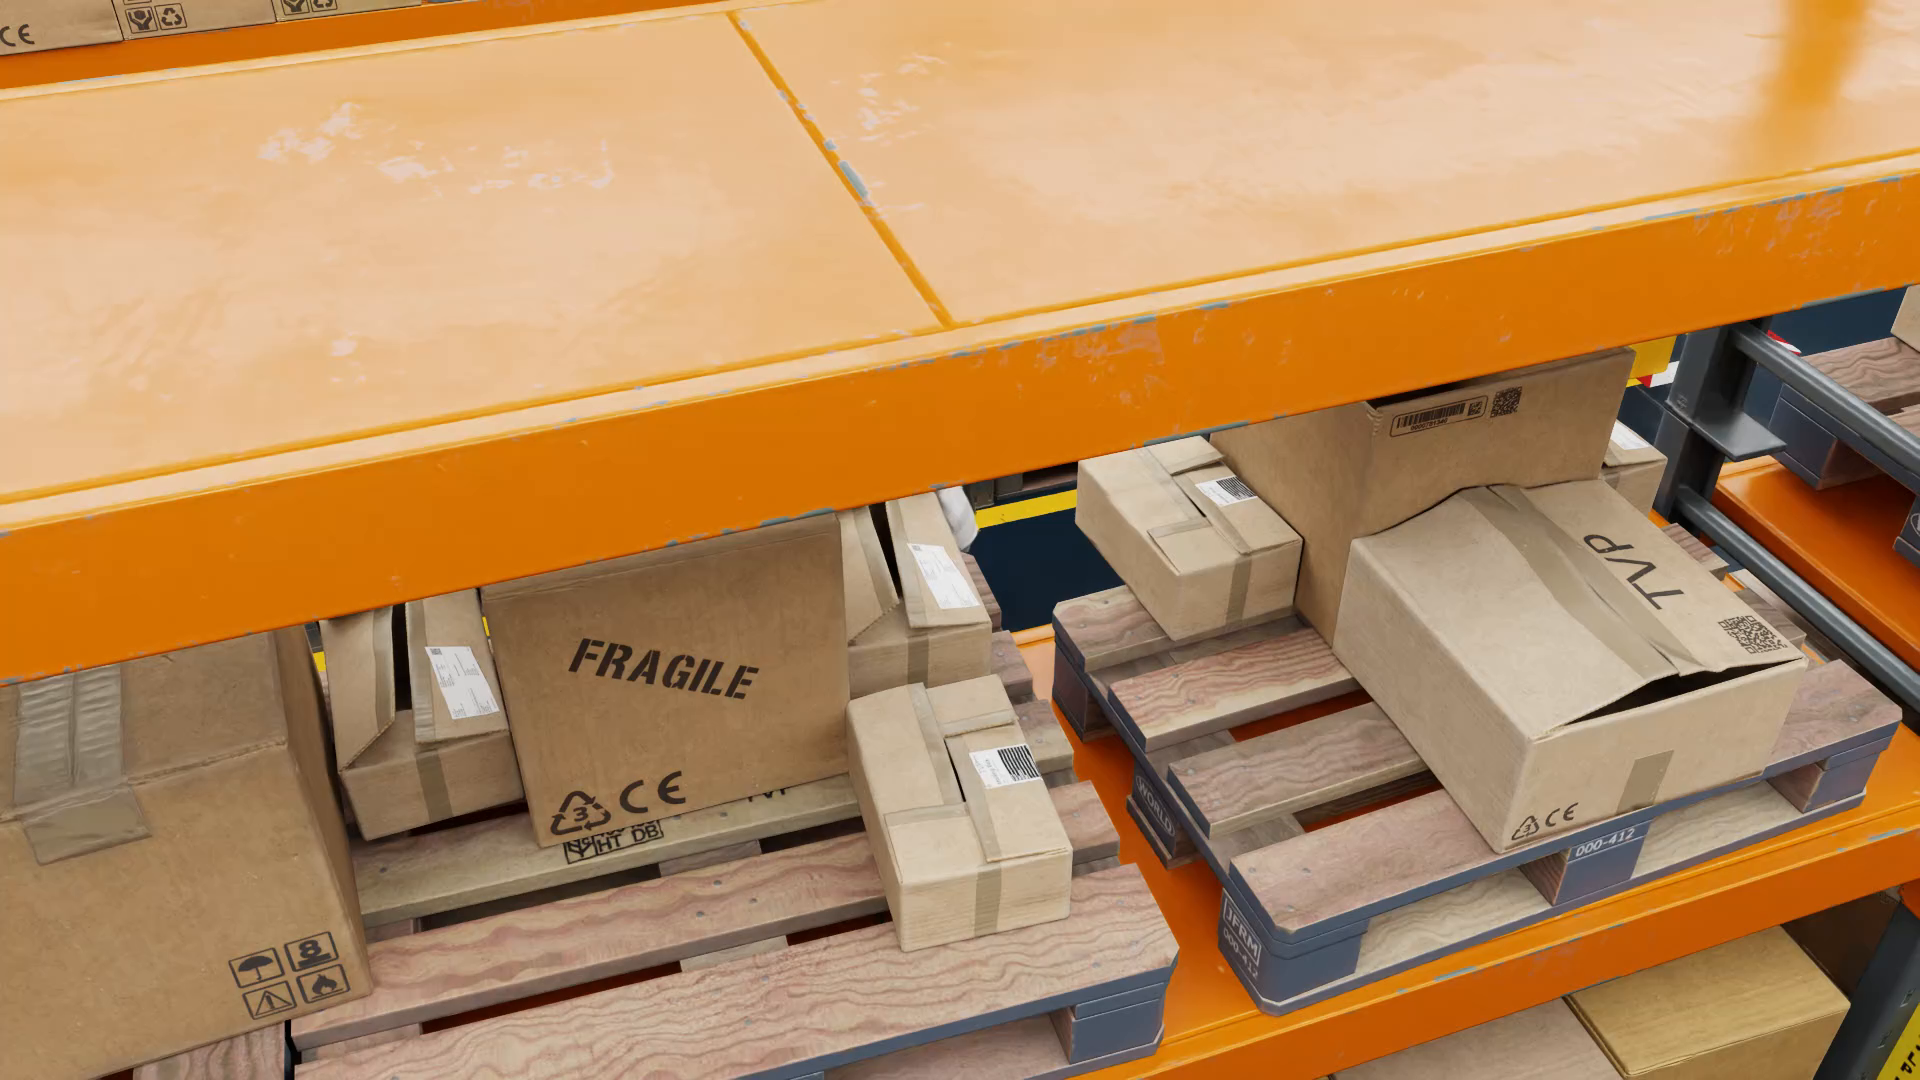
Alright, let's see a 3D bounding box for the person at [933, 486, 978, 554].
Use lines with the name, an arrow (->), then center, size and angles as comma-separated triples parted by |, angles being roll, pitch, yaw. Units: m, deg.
person -> -0.284, 0.008, 6.843 | 0.713, 1.507, 0.590 | -12, 39, -16
